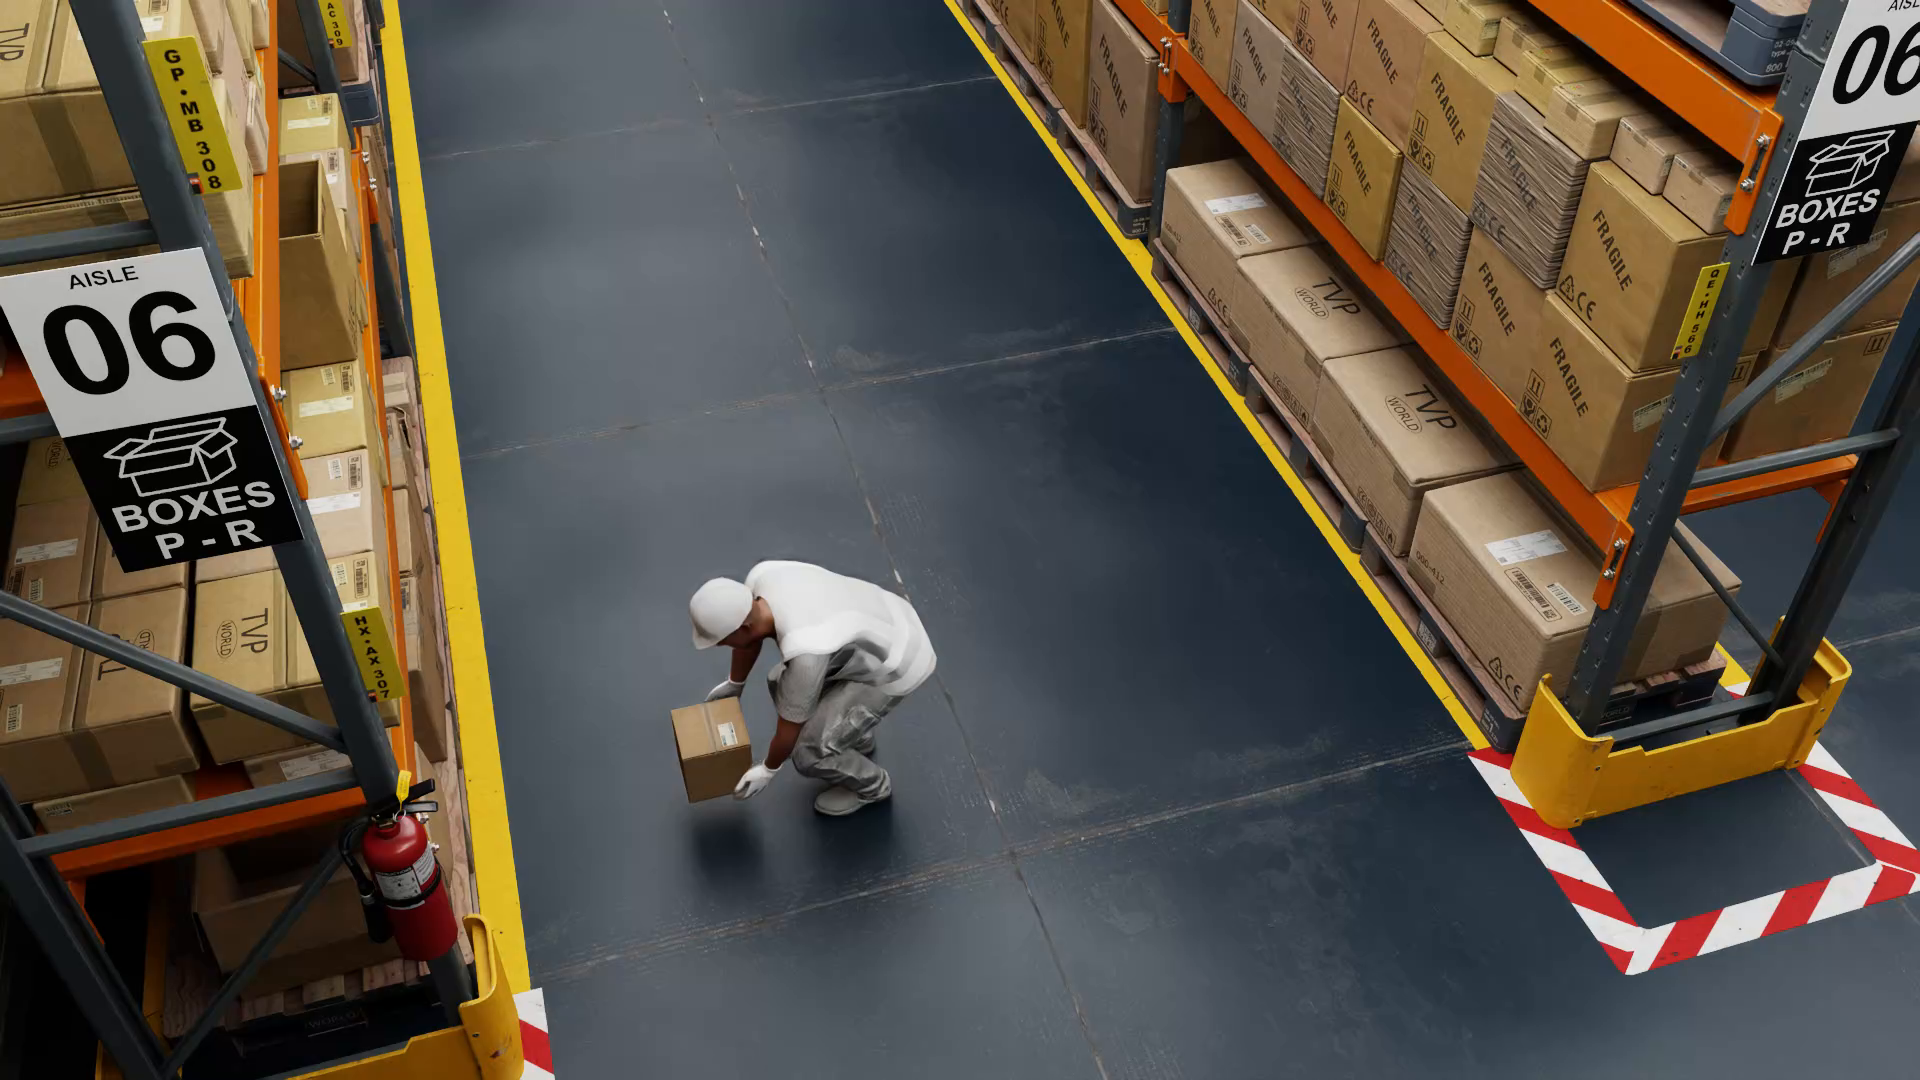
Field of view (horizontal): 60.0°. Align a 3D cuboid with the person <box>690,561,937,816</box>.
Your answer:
[{"bbox_3d":[-0.508,0.521,6.016,0.853,1.183,0.597,-12,43,-13],"label":"person"}]
